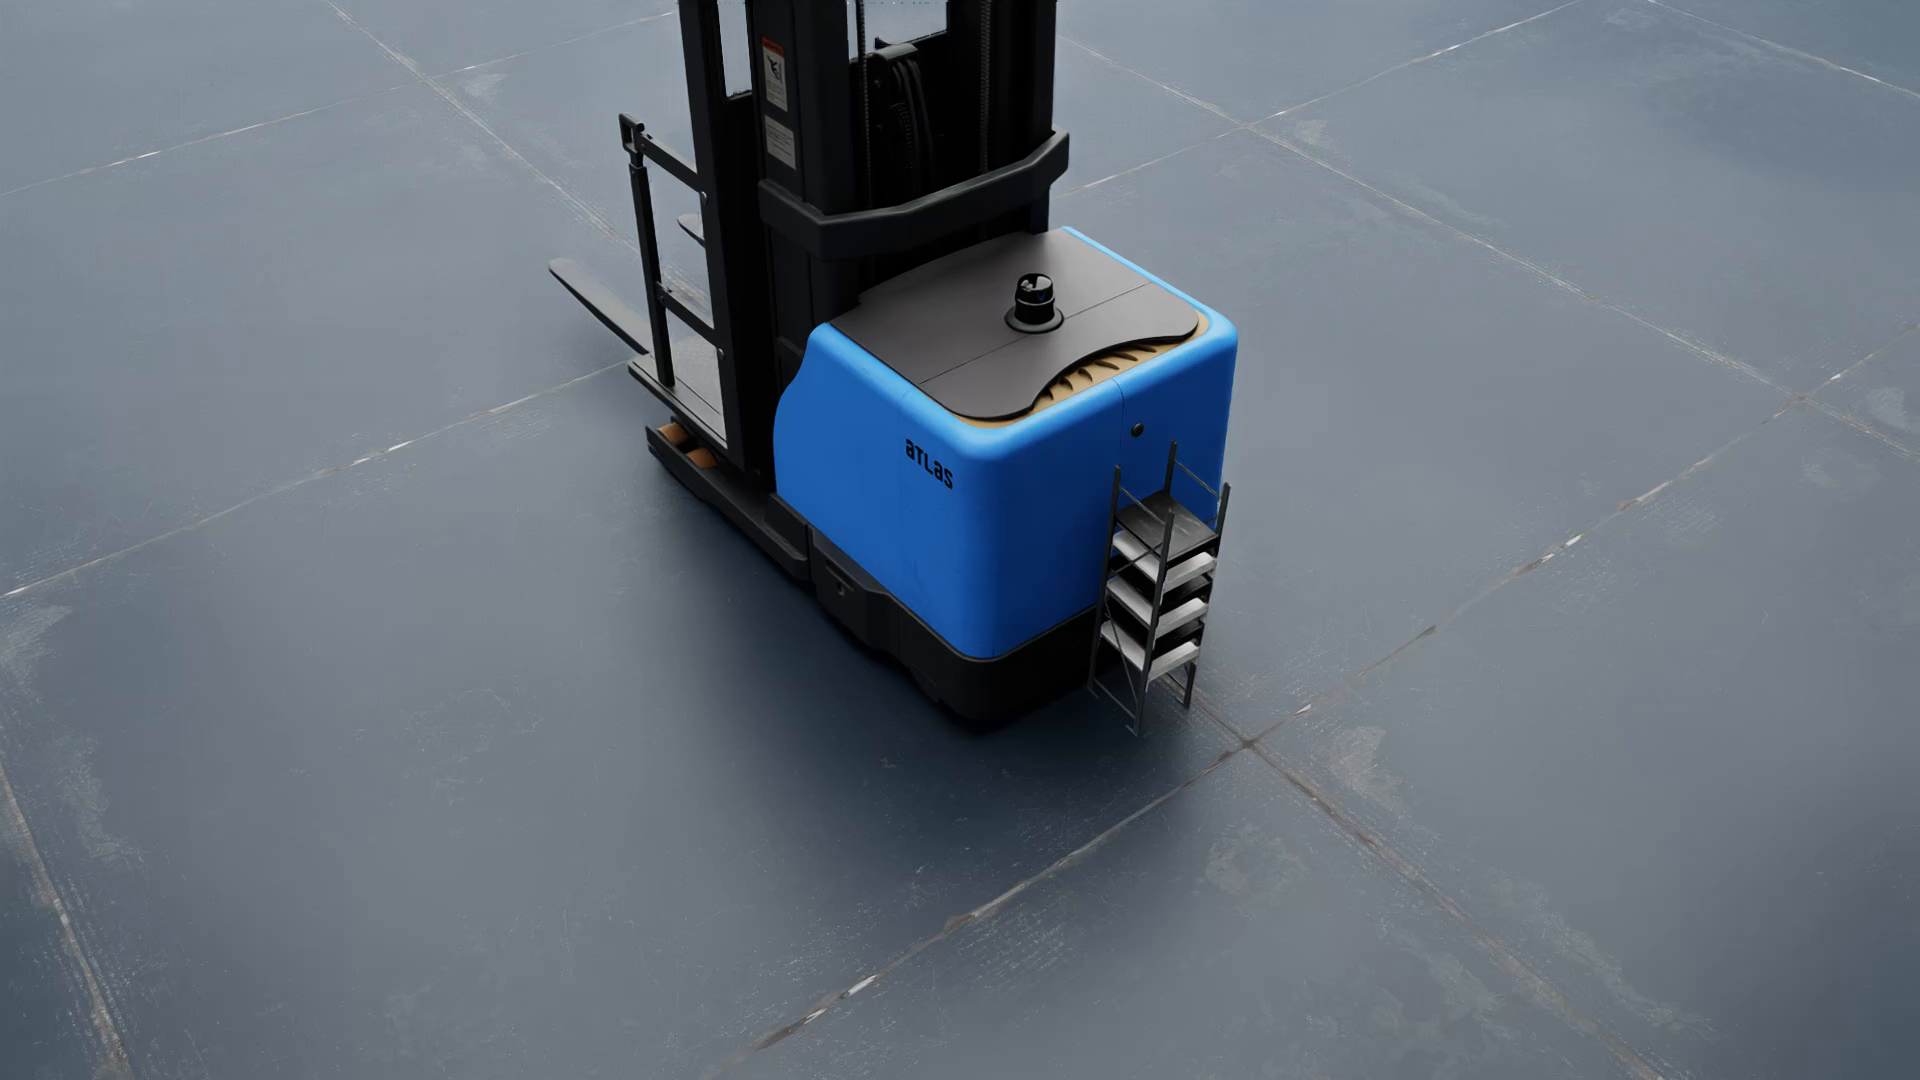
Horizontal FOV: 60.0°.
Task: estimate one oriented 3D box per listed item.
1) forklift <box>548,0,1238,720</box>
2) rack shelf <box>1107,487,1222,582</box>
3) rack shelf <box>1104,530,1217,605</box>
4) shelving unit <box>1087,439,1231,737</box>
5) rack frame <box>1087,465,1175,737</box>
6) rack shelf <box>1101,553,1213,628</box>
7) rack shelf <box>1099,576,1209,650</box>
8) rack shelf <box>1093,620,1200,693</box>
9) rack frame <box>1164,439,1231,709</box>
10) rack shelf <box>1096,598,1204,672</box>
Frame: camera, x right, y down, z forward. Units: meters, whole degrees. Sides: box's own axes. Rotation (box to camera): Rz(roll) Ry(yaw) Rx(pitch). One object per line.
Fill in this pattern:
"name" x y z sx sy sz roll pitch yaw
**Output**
"forklift" -0.480 -1.470 5.232 1.130 2.935 3.031 -27 46 -29
"rack shelf" 0.573 -0.018 4.678 0.200 0.077 0.258 -25 49 -27
"rack shelf" 0.570 0.048 4.738 0.200 0.077 0.258 -25 49 -27
"shelving unit" 0.565 0.156 4.837 0.210 0.900 0.258 -25 49 -27
"rack frame" 0.483 0.194 4.791 0.006 0.900 0.240 -25 49 -27
"rack shelf" 0.567 0.115 4.799 0.200 0.077 0.258 -25 49 -27
"rack shelf" 0.564 0.181 4.859 0.200 0.077 0.258 -25 49 -27
"rack shelf" 0.557 0.314 4.981 0.200 0.077 0.258 -25 49 -27
"rack frame" 0.647 0.119 4.883 0.006 0.900 0.240 -25 49 -27
"rack shelf" 0.560 0.248 4.920 0.200 0.077 0.258 -25 49 -27
